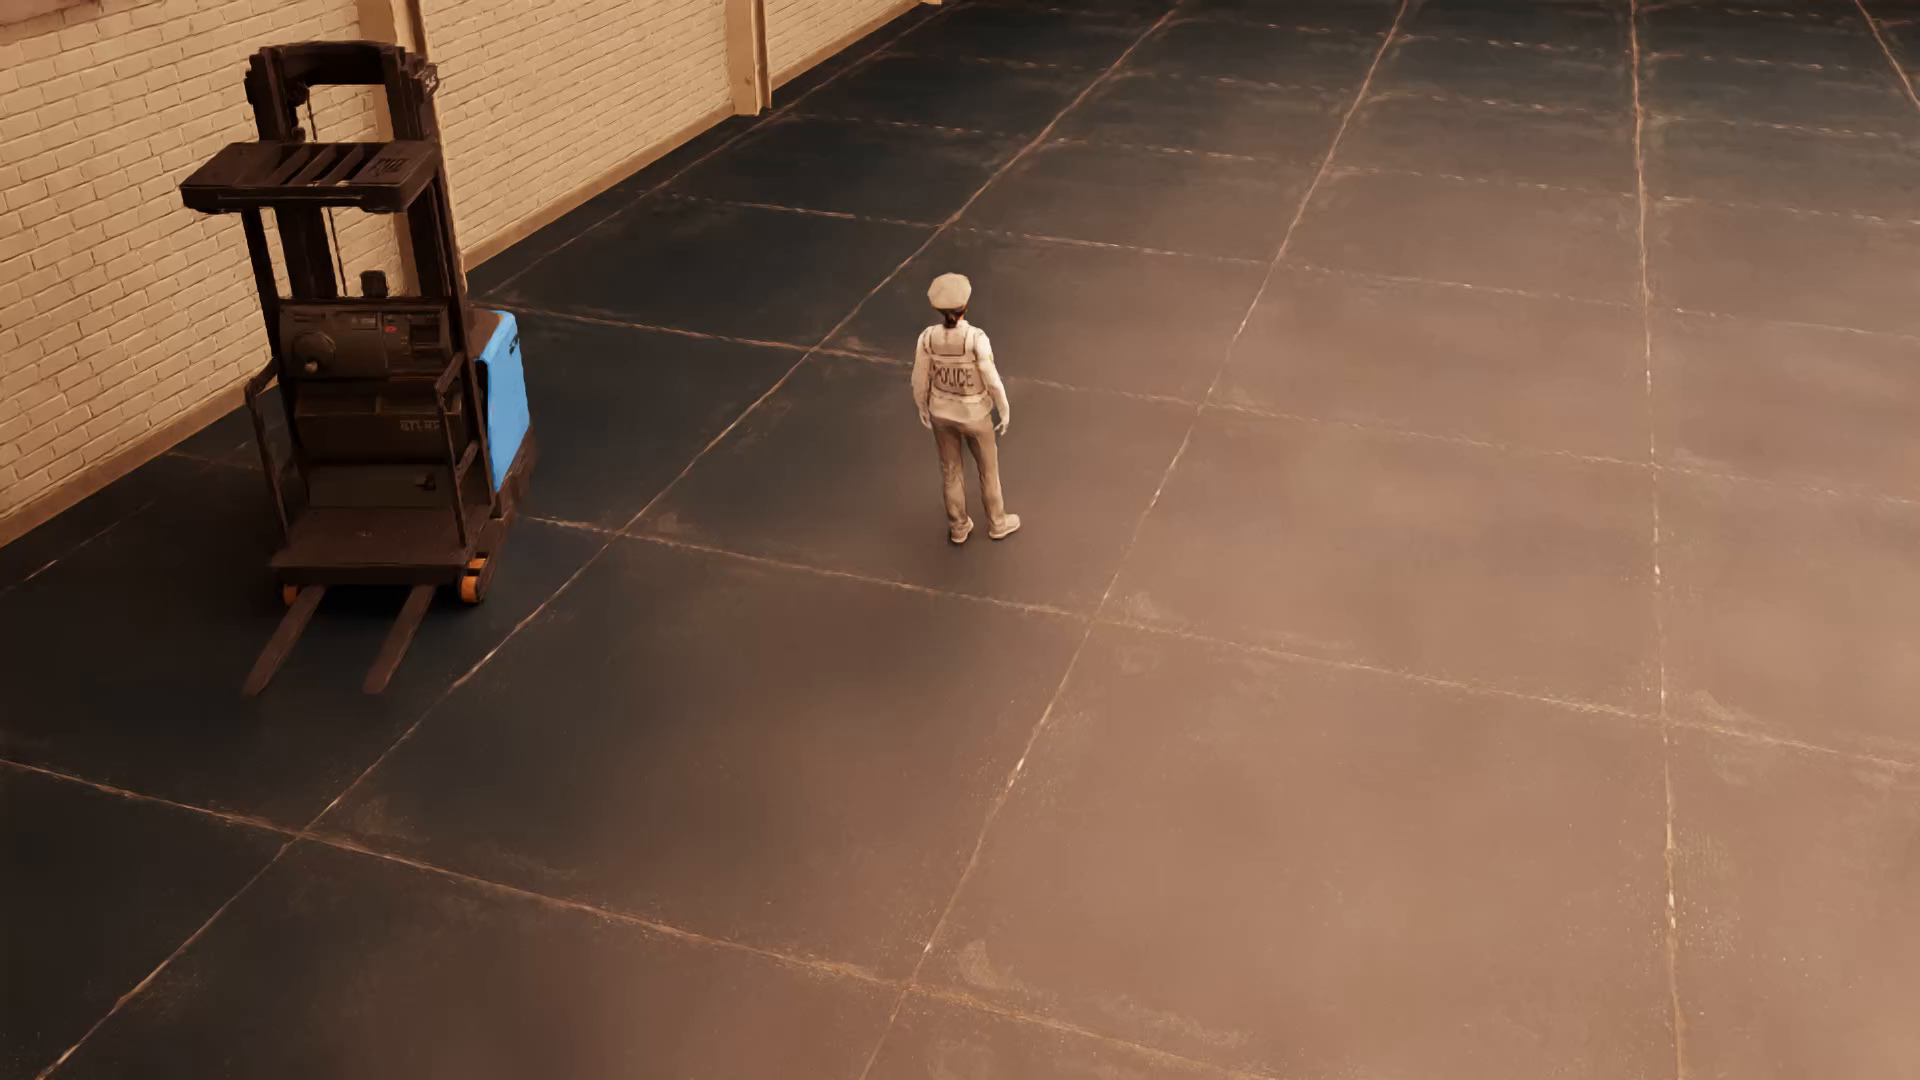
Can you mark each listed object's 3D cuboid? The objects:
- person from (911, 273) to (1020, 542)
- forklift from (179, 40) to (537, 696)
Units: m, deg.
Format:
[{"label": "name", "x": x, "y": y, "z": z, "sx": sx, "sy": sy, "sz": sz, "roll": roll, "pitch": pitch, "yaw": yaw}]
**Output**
[{"label": "person", "x": 0.029, "y": -0.773, "z": 9.726, "sx": 0.586, "sy": 1.695, "sz": 0.532, "roll": 10, "pitch": 31, "yaw": 16}, {"label": "forklift", "x": -3.276, "y": -1.060, "z": 8.995, "sx": 1.130, "sy": 2.935, "sz": 3.031, "roll": -1, "pitch": 30, "yaw": -1}]
